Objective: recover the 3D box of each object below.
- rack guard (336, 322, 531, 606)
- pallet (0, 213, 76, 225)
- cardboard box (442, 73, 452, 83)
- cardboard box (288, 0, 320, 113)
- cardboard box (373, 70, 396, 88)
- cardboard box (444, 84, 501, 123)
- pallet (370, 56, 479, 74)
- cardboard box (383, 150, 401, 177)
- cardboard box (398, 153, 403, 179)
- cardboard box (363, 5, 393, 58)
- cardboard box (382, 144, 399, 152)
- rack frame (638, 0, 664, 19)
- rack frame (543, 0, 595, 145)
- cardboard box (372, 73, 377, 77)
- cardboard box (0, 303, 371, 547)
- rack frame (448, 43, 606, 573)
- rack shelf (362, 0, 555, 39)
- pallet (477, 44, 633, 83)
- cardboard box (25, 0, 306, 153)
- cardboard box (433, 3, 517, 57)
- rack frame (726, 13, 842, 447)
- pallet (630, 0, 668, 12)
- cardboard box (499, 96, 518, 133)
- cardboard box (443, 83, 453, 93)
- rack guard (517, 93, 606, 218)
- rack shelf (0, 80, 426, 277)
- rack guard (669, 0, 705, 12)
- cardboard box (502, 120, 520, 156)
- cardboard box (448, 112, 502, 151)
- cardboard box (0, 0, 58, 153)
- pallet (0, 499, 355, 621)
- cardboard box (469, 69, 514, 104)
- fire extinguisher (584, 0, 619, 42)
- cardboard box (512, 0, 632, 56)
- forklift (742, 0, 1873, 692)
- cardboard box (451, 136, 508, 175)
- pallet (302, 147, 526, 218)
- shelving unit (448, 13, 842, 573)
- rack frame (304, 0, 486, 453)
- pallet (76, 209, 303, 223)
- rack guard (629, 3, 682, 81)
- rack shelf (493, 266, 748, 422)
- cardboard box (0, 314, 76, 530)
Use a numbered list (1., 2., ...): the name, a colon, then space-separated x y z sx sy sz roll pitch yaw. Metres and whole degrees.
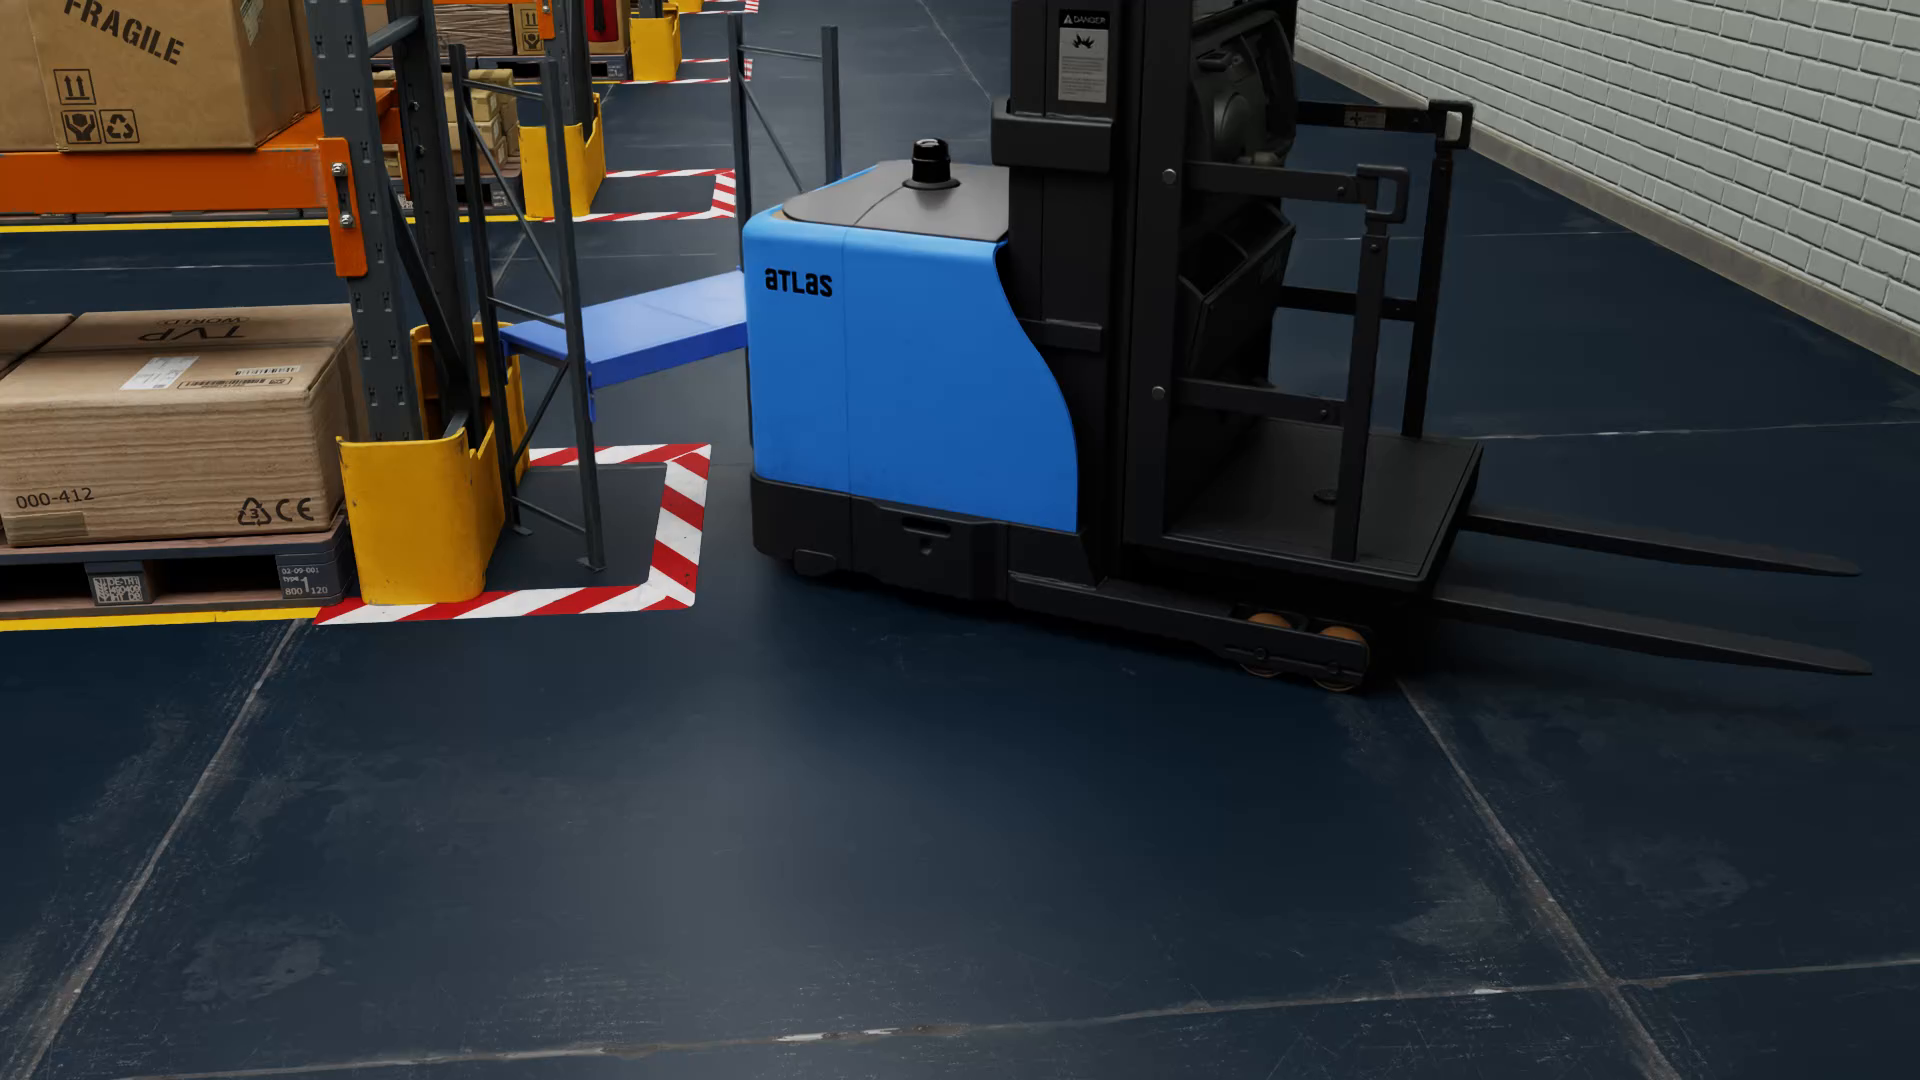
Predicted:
1. rack guard: -1.631 -0.278 5.259 0.348 0.500 1.175 -2 24 -5
2. pallet: -5.558 -2.023 9.541 1.213 0.211 1.003 -2 24 -5
3. cardboard box: -3.059 -2.634 9.743 0.250 0.149 0.380 -2 24 -4
4. cardboard box: -2.161 -1.562 4.947 0.500 0.500 0.500 -2 24 -6
5. cardboard box: -3.323 -2.675 9.836 0.250 0.149 0.380 -2 24 -5
6. cardboard box: -2.744 -2.453 9.337 0.250 0.149 0.380 -2 24 -5
7. pallet: -4.628 -4.039 14.078 1.213 0.211 1.003 -2 24 -5
8. cardboard box: -3.263 -2.173 9.438 0.250 0.149 0.380 -2 24 -5
9. cardboard box: -2.991 -2.148 9.383 0.250 0.149 0.380 -2 24 -4
10. cardboard box: -5.049 -4.516 13.816 0.875 0.875 0.875 -2 24 -5
11. cardboard box: -3.256 -2.283 9.320 0.250 0.149 0.380 -3 24 -7
12. rack frame: -2.629 -5.425 13.761 0.127 3.000 1.000 -2 24 -5
13. rack frame: -2.242 -3.416 9.242 0.127 3.000 1.000 -2 24 -5
14. cardboard box: -3.561 -2.632 9.739 0.250 0.149 0.380 -3 24 -8
15. cardboard box: -2.302 -0.373 5.034 0.875 0.438 0.875 -3 24 -7
16. rack frame: -1.266 -0.661 4.890 0.500 1.500 0.032 21 31 39
17. rack shelf: -4.232 -3.007 9.208 4.000 0.370 1.077 -2 24 -5
18. pallet: -3.417 -4.087 14.185 1.213 0.211 1.003 -2 24 -5
19. cardboard box: -2.109 -1.338 4.445 0.500 0.500 0.500 -2 24 -5
20. cardboard box: -4.164 -4.551 13.896 0.875 0.875 0.875 -2 24 -5
21. rack frame: -0.569 -0.961 5.566 0.500 1.500 0.032 21 31 39
22. pallet: -3.940 -6.135 18.793 1.213 0.211 1.003 -2 24 -5
23. cardboard box: -2.789 -2.524 9.862 0.250 0.149 0.380 -1 24 -3
24. cardboard box: -3.000 -2.466 9.366 0.250 0.149 0.380 -2 24 -4
25. rack guard: -2.318 -2.271 9.743 0.348 0.500 1.175 -2 24 -5
26. rack shelf: -3.645 -1.010 4.716 4.000 0.370 1.077 -2 24 -5
27. rack guard: -3.093 -6.291 18.787 0.348 0.500 1.175 -2 24 -5
28. cardboard box: -2.795 -2.413 9.980 0.250 0.149 0.380 -2 24 -4
29. cardboard box: -2.739 -2.304 9.368 0.250 0.149 0.380 -3 24 -7
30. cardboard box: -2.610 -1.325 4.414 0.500 0.500 0.500 -3 24 -6
31. pallet: -2.443 -0.081 5.173 1.213 0.211 1.003 -2 24 -5
32. cardboard box: -2.797 -2.693 9.877 0.250 0.149 0.380 -3 24 -8
33. fire extinguisher: -1.946 -3.034 8.936 0.183 0.674 0.296 -2 24 -5
34. cardboard box: -3.258 -4.588 13.977 0.875 0.875 0.875 -2 24 -5
35. forklift: 0.937 -1.188 4.315 3.031 2.935 1.130 10 26 22
36. cardboard box: -2.745 -2.200 9.499 0.250 0.149 0.380 -2 24 -4
37. pallet: -3.130 -2.120 9.761 1.213 0.211 1.003 -2 24 -5
38. shelving unit: -0.917 -0.811 5.228 0.538 1.500 1.048 21 31 39
39. rack frame: -1.655 -1.419 4.749 0.127 3.000 1.000 -2 24 -5
40. pallet: -4.341 -2.073 9.654 1.213 0.211 1.003 -2 24 -5
41. rack guard: -2.605 -4.283 14.271 0.348 0.500 1.175 -2 24 -5
42. rack shelf: -0.917 -0.647 5.301 0.538 0.185 1.000 21 31 39
43. cardboard box: -3.212 -0.333 4.945 0.875 0.438 0.875 -2 24 -4
